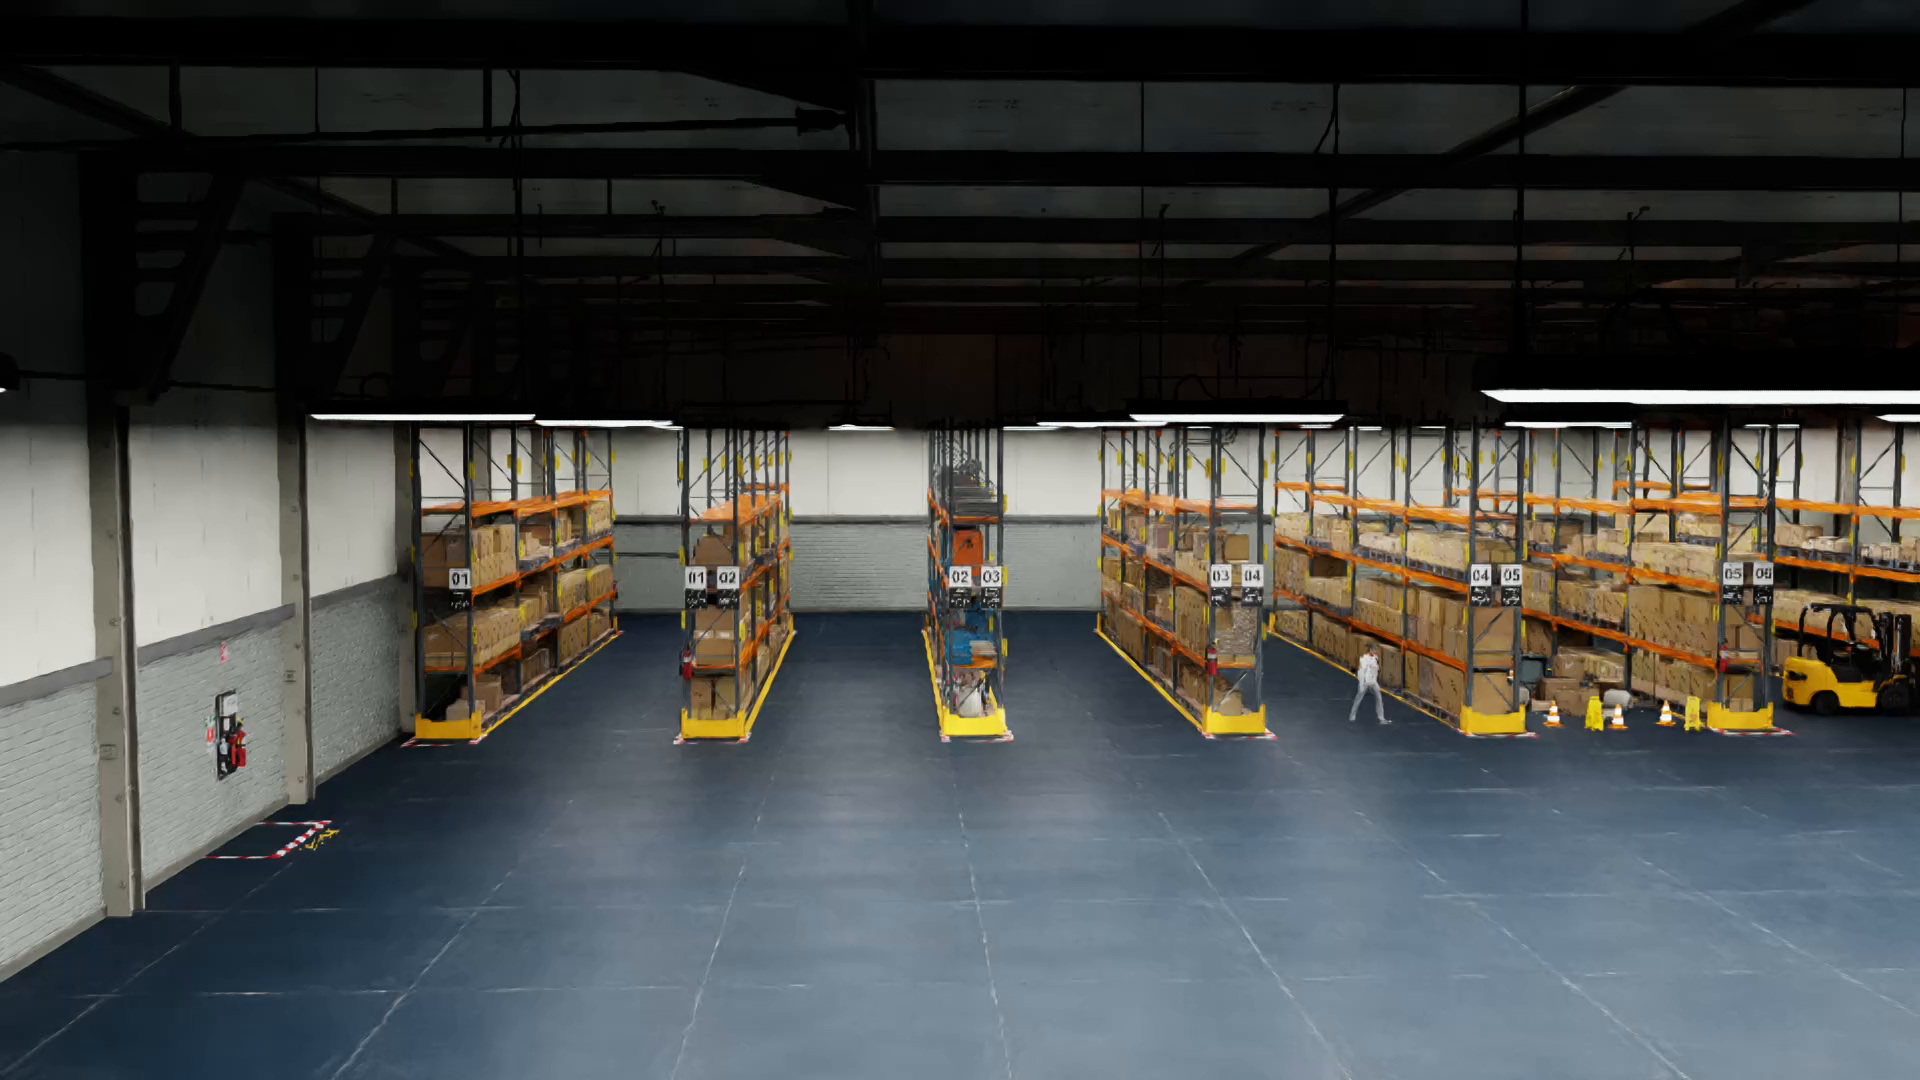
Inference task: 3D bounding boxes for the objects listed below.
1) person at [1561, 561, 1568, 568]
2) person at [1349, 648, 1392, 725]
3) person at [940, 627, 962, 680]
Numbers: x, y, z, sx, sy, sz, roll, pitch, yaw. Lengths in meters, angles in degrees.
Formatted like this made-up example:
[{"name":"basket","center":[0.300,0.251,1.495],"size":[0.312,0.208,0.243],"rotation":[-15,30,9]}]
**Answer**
[{"name":"person","center":[19.245,1.446,52.765],"size":[0.506,1.568,0.477],"rotation":[-3,5,-41]},{"name":"person","center":[8.002,2.797,32.545],"size":[0.529,1.602,0.929],"rotation":[-2,4,-24]},{"name":"person","center":[-0.181,2.396,36.357],"size":[0.460,1.358,0.475],"rotation":[-1,4,-12]}]
